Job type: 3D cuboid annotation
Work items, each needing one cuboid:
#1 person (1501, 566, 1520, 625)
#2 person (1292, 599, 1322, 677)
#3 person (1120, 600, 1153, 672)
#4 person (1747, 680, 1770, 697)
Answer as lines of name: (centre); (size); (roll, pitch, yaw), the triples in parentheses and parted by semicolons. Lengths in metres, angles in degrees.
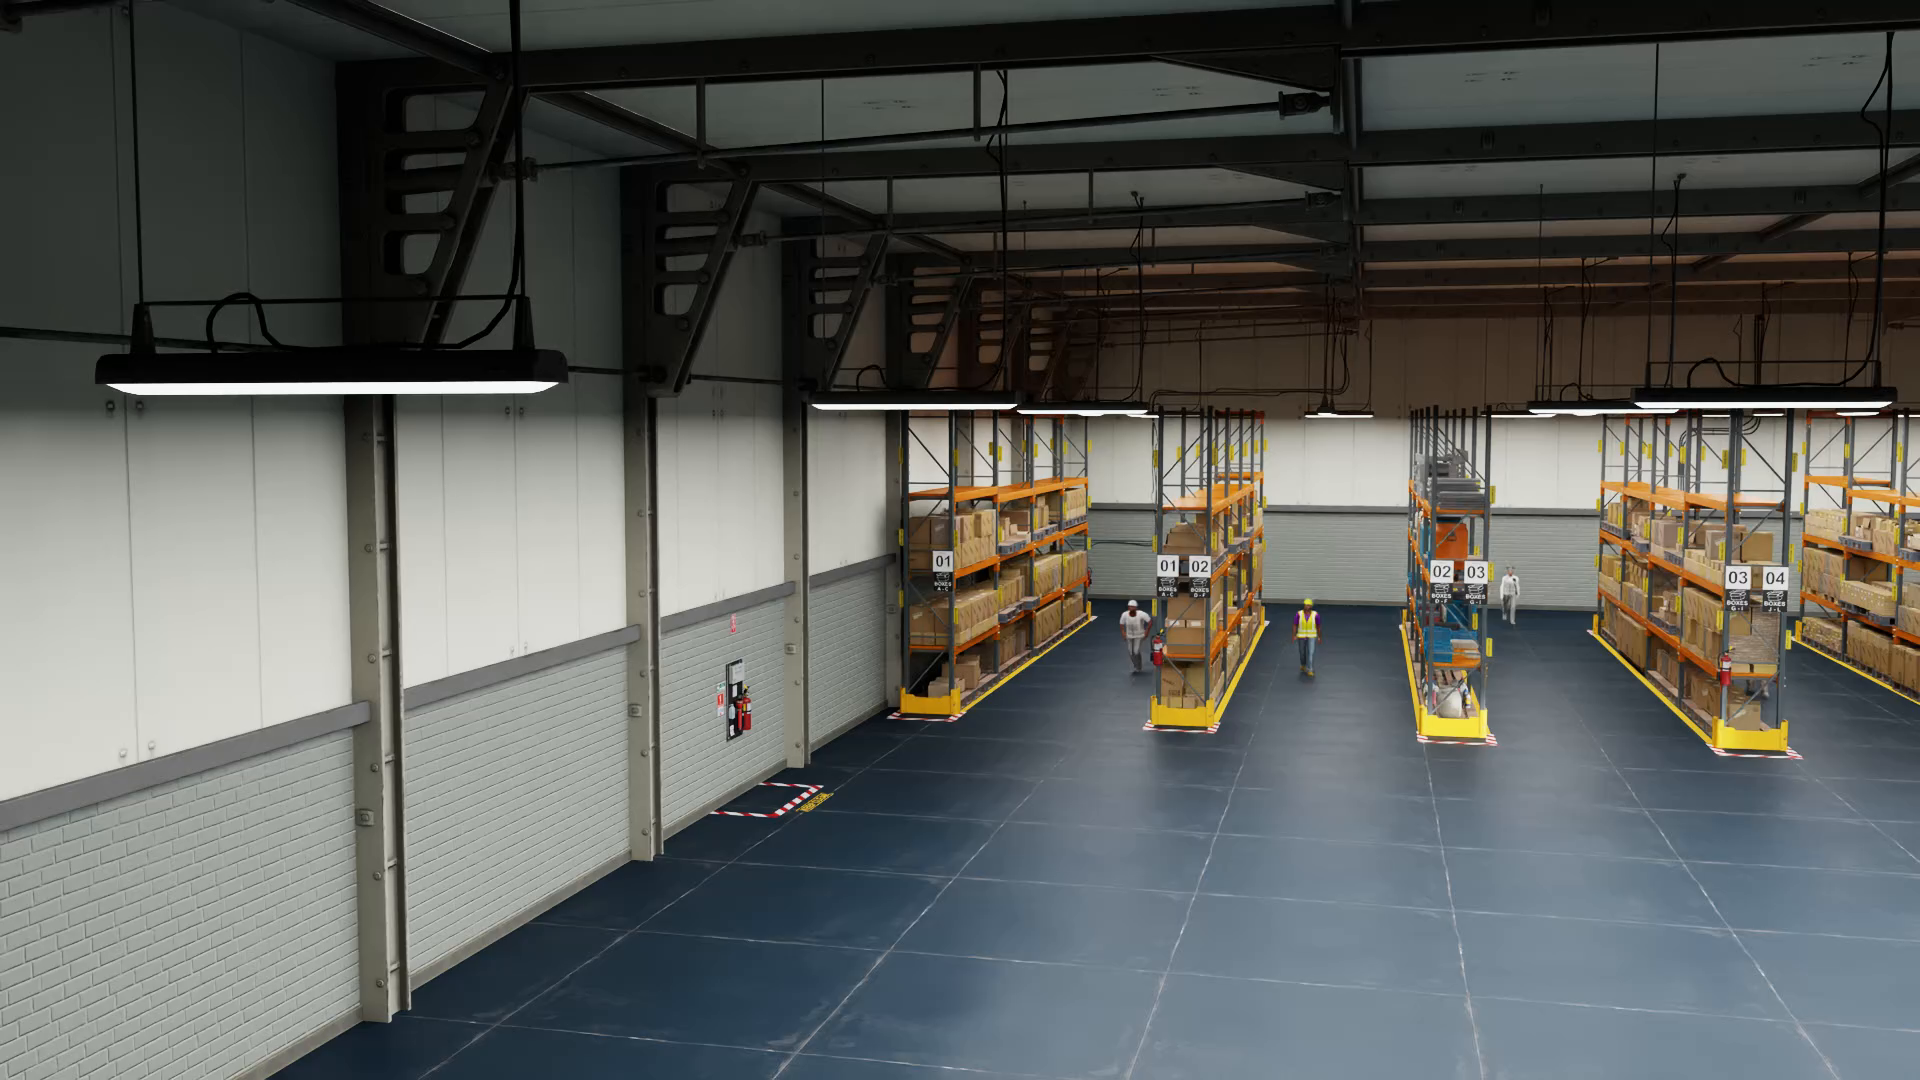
person: (15.494, 1.531, 46.848); (0.527, 1.619, 1.049); (1, 4, 13)
person: (7.799, 2.179, 37.392); (0.675, 1.714, 1.093); (1, 4, 10)
person: (3.992, 2.185, 37.712); (0.743, 1.668, 0.680); (2, 4, 23)
person: (16.619, 2.382, 34.607); (0.647, 1.657, 1.077); (1, 4, 16)
